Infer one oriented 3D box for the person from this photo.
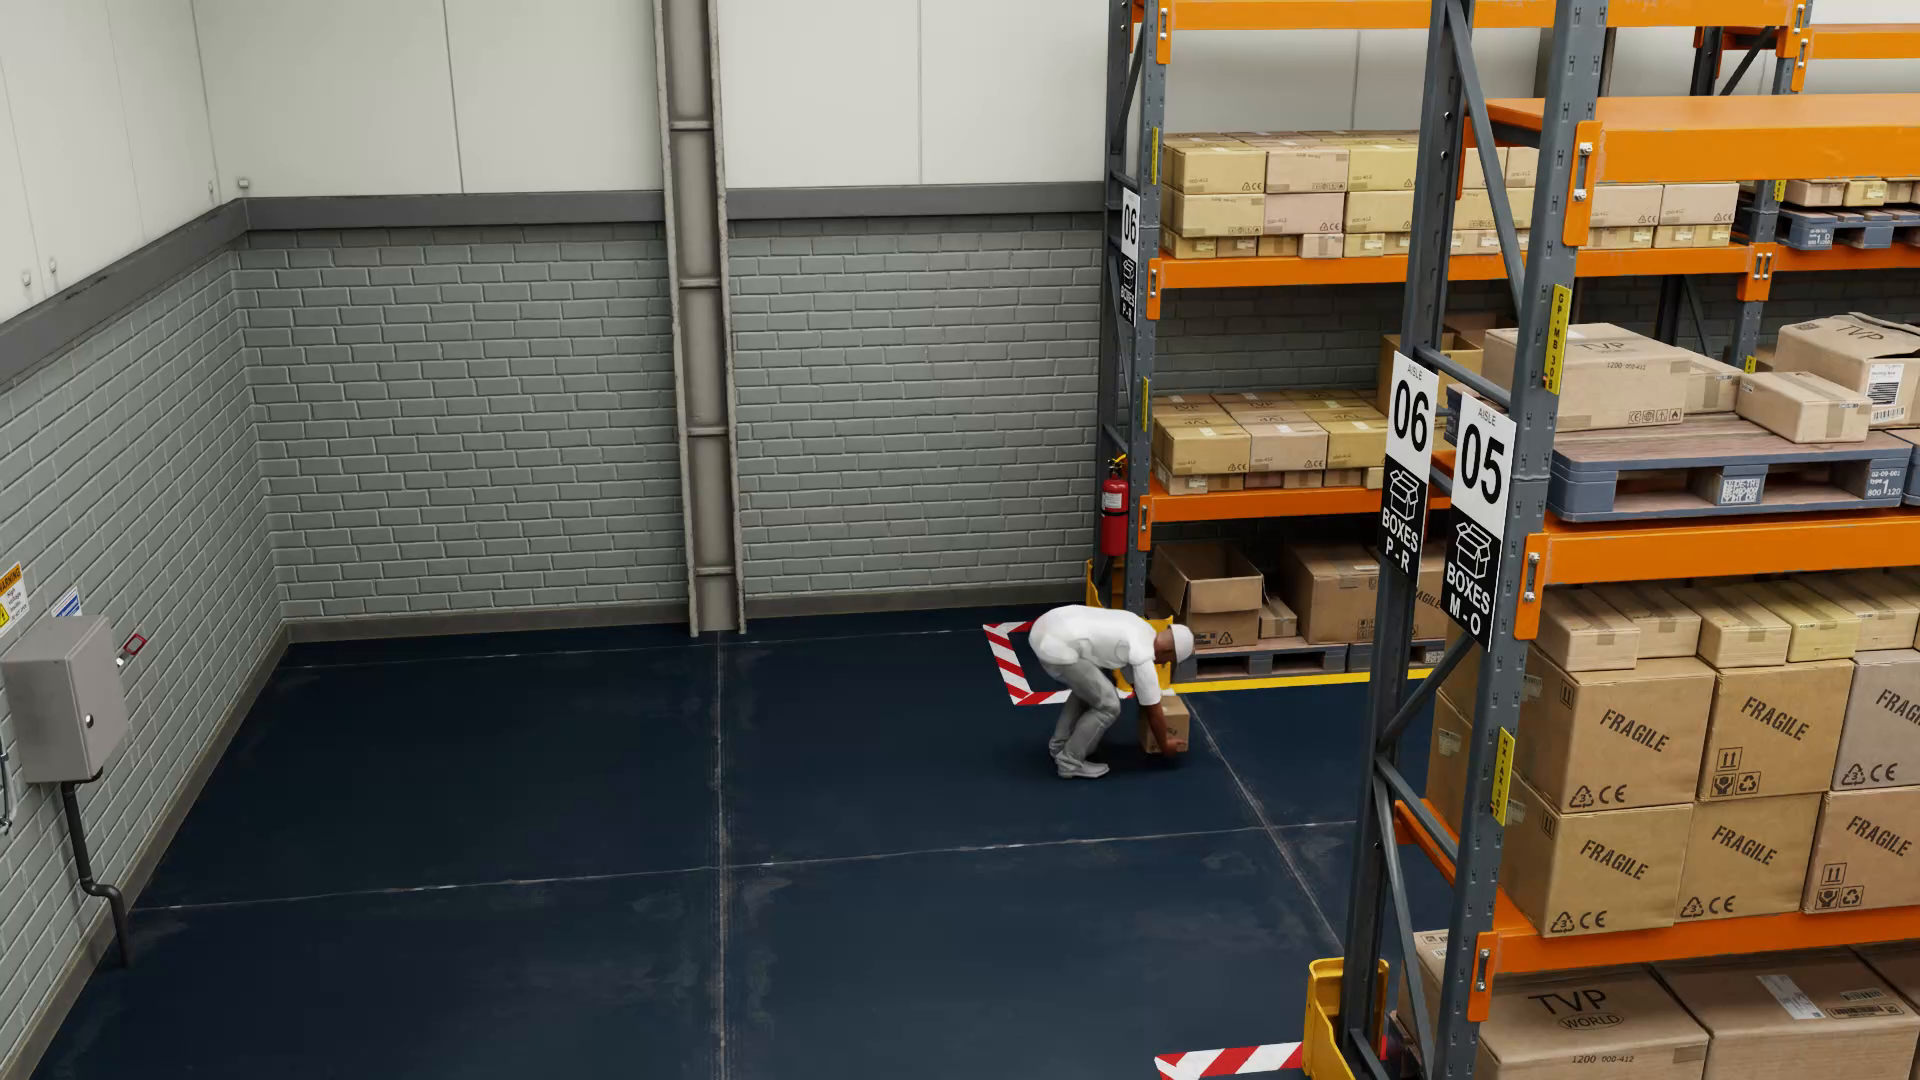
[{"bbox_3d":[0.891,0.854,9.790,0.975,1.004,0.495,-4,20,-10],"label":"person"}]
